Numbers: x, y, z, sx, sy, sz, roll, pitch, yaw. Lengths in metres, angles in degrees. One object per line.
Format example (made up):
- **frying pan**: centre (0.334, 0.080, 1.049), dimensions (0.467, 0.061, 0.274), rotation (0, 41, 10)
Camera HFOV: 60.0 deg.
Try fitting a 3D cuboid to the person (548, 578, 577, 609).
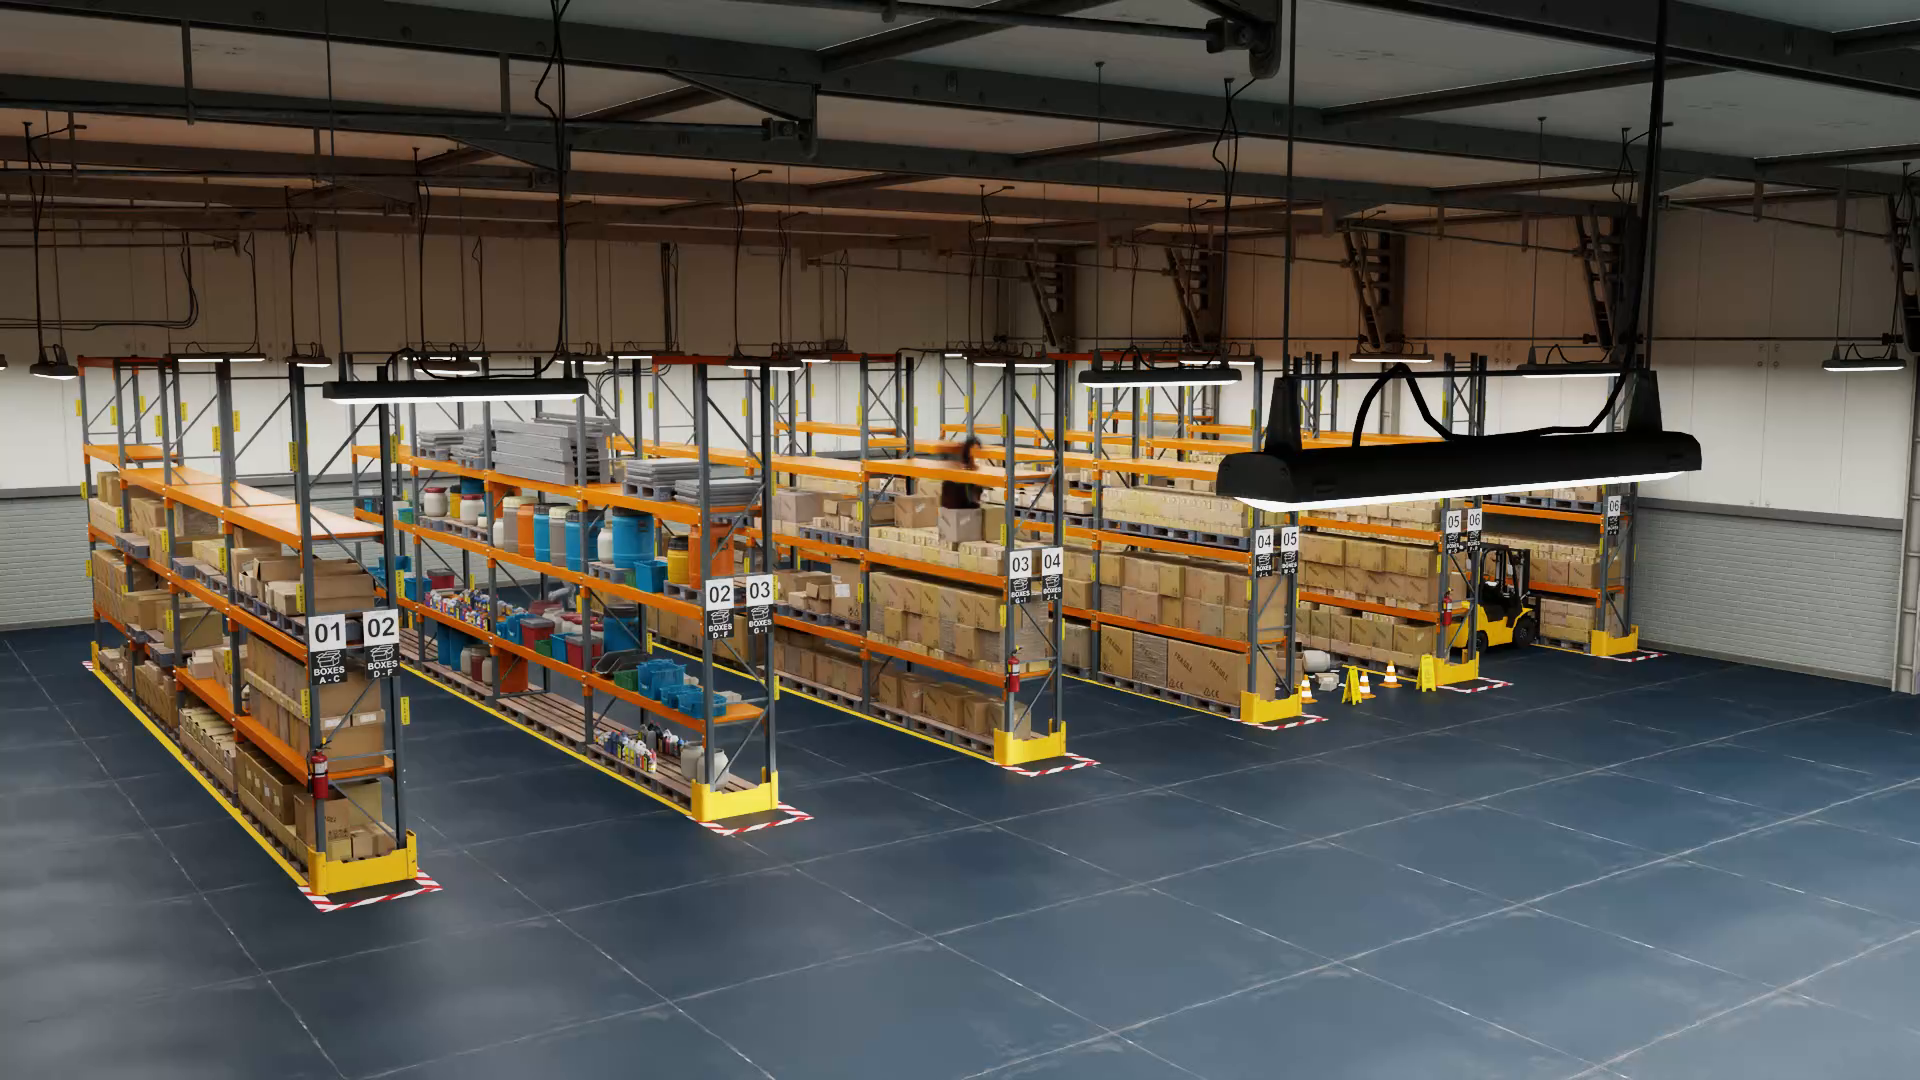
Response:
- **person**: centre (-9.267, 0.761, 38.926), dimensions (0.734, 1.747, 0.683), rotation (-4, 8, -28)
